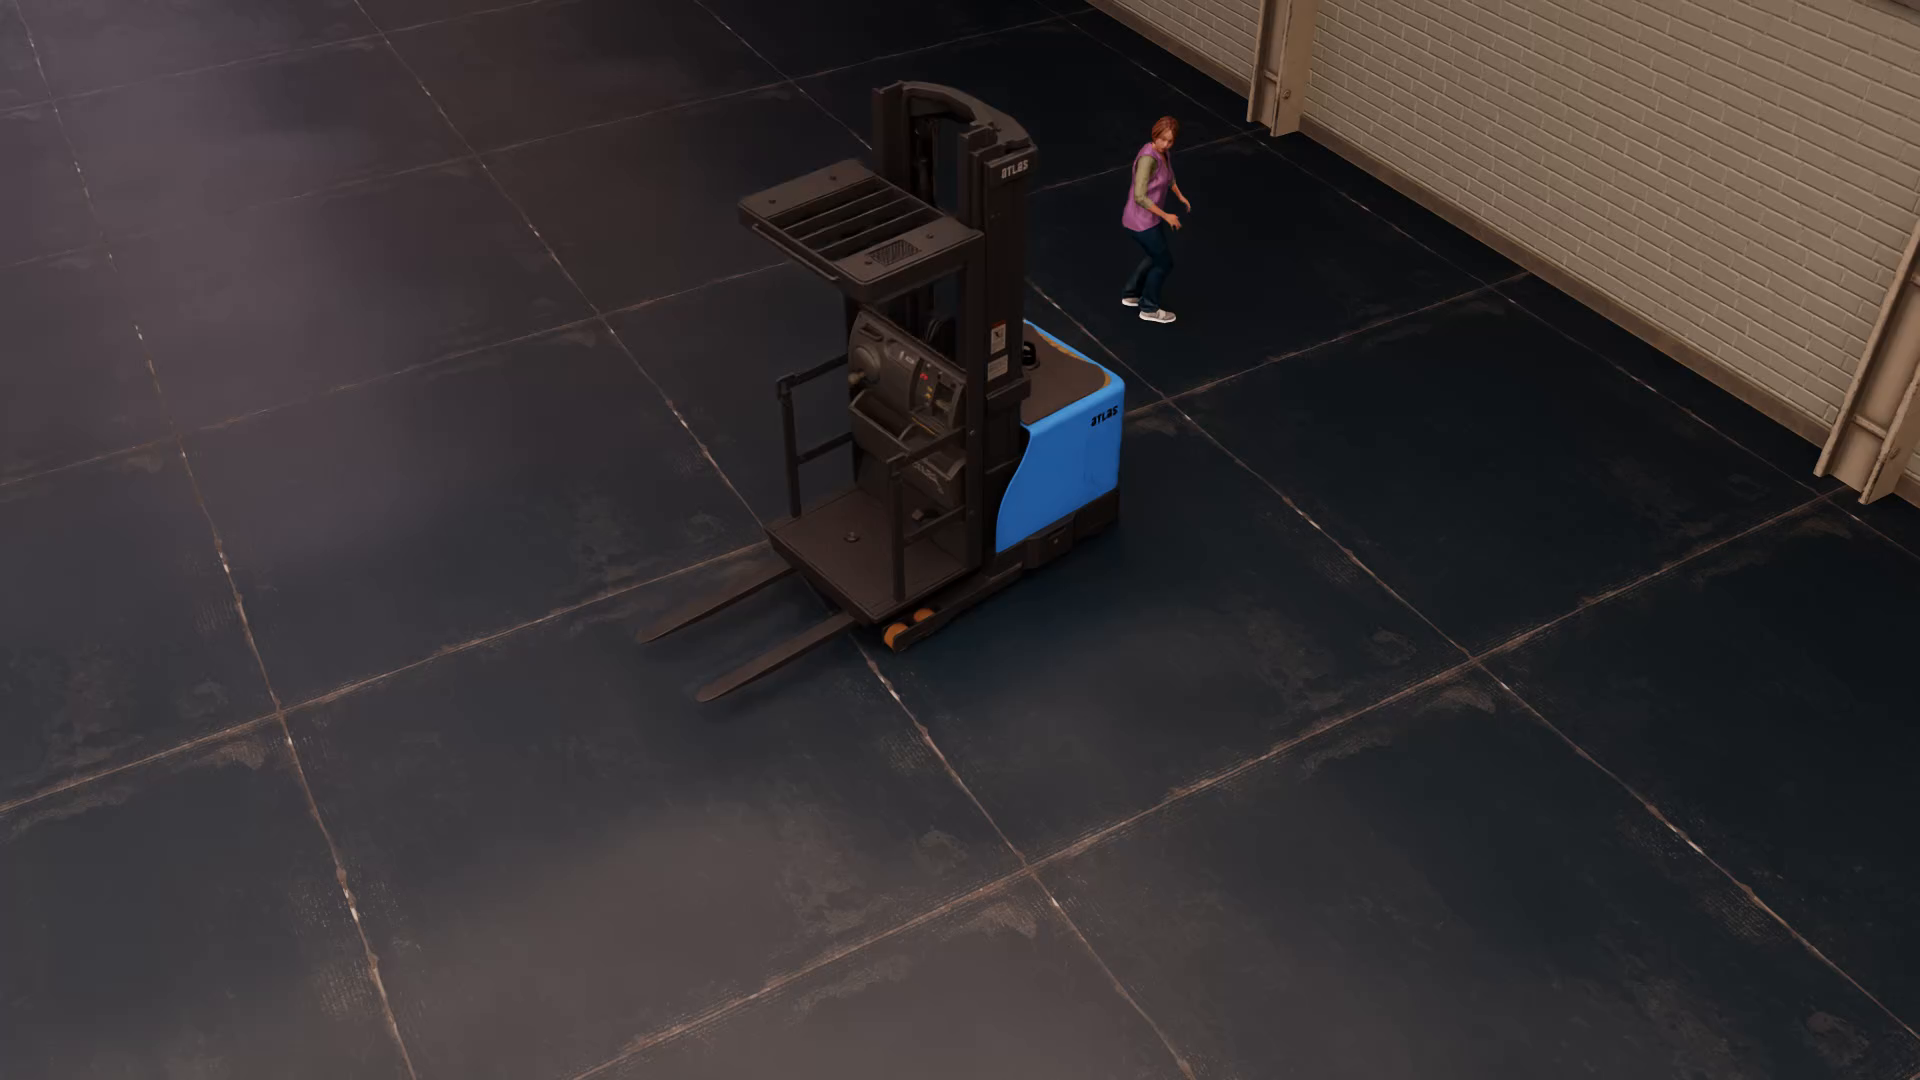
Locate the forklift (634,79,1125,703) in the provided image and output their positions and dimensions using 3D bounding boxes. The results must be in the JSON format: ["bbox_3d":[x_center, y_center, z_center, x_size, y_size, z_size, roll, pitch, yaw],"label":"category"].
[{"bbox_3d":[-0.460,-0.869,9.084,3.031,2.935,1.130,-29,47,-30],"label":"forklift"}]

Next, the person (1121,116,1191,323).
[{"bbox_3d":[1.397,-2.298,11.912,0.456,1.550,0.649,9,40,10],"label":"person"}]
